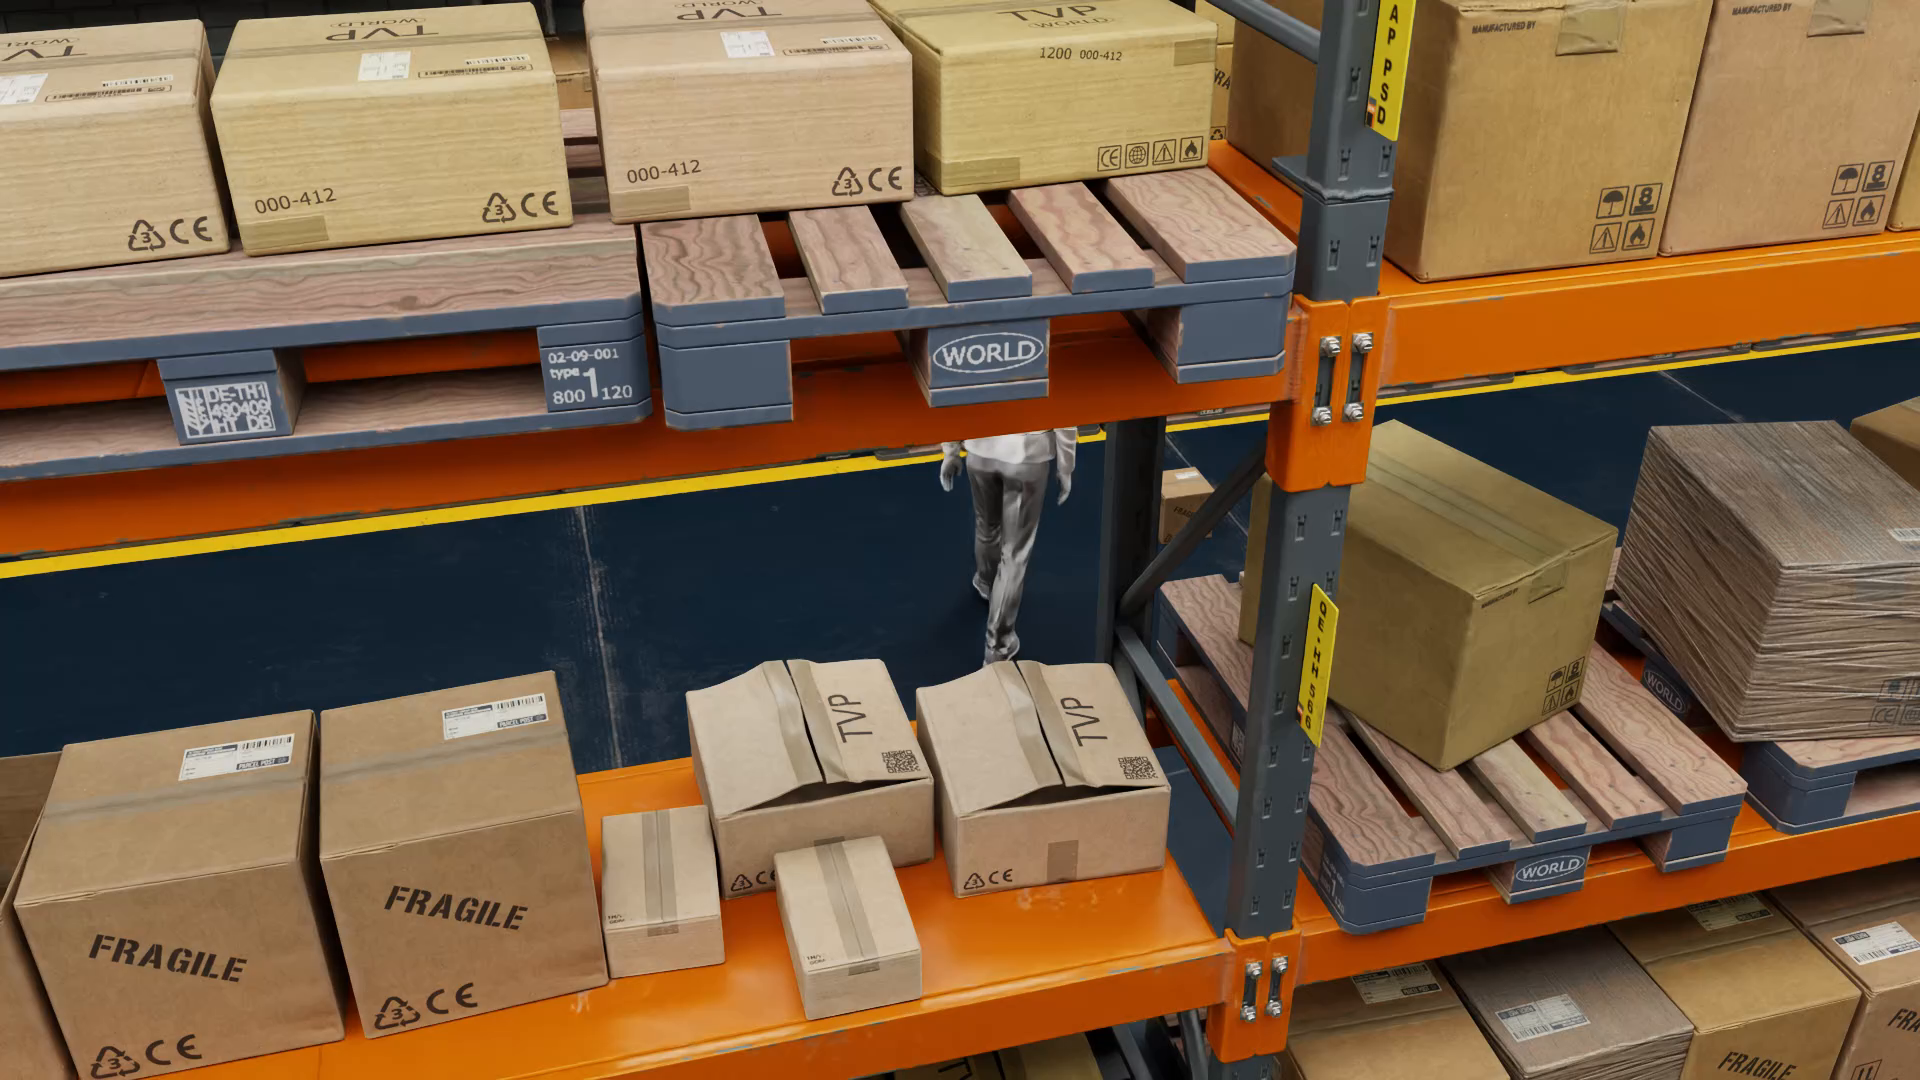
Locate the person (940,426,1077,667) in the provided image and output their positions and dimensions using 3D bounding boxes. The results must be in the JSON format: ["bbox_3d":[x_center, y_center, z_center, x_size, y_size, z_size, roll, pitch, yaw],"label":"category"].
[{"bbox_3d":[0.203,-0.326,6.701,0.568,1.646,0.759,12,33,20],"label":"person"}]
